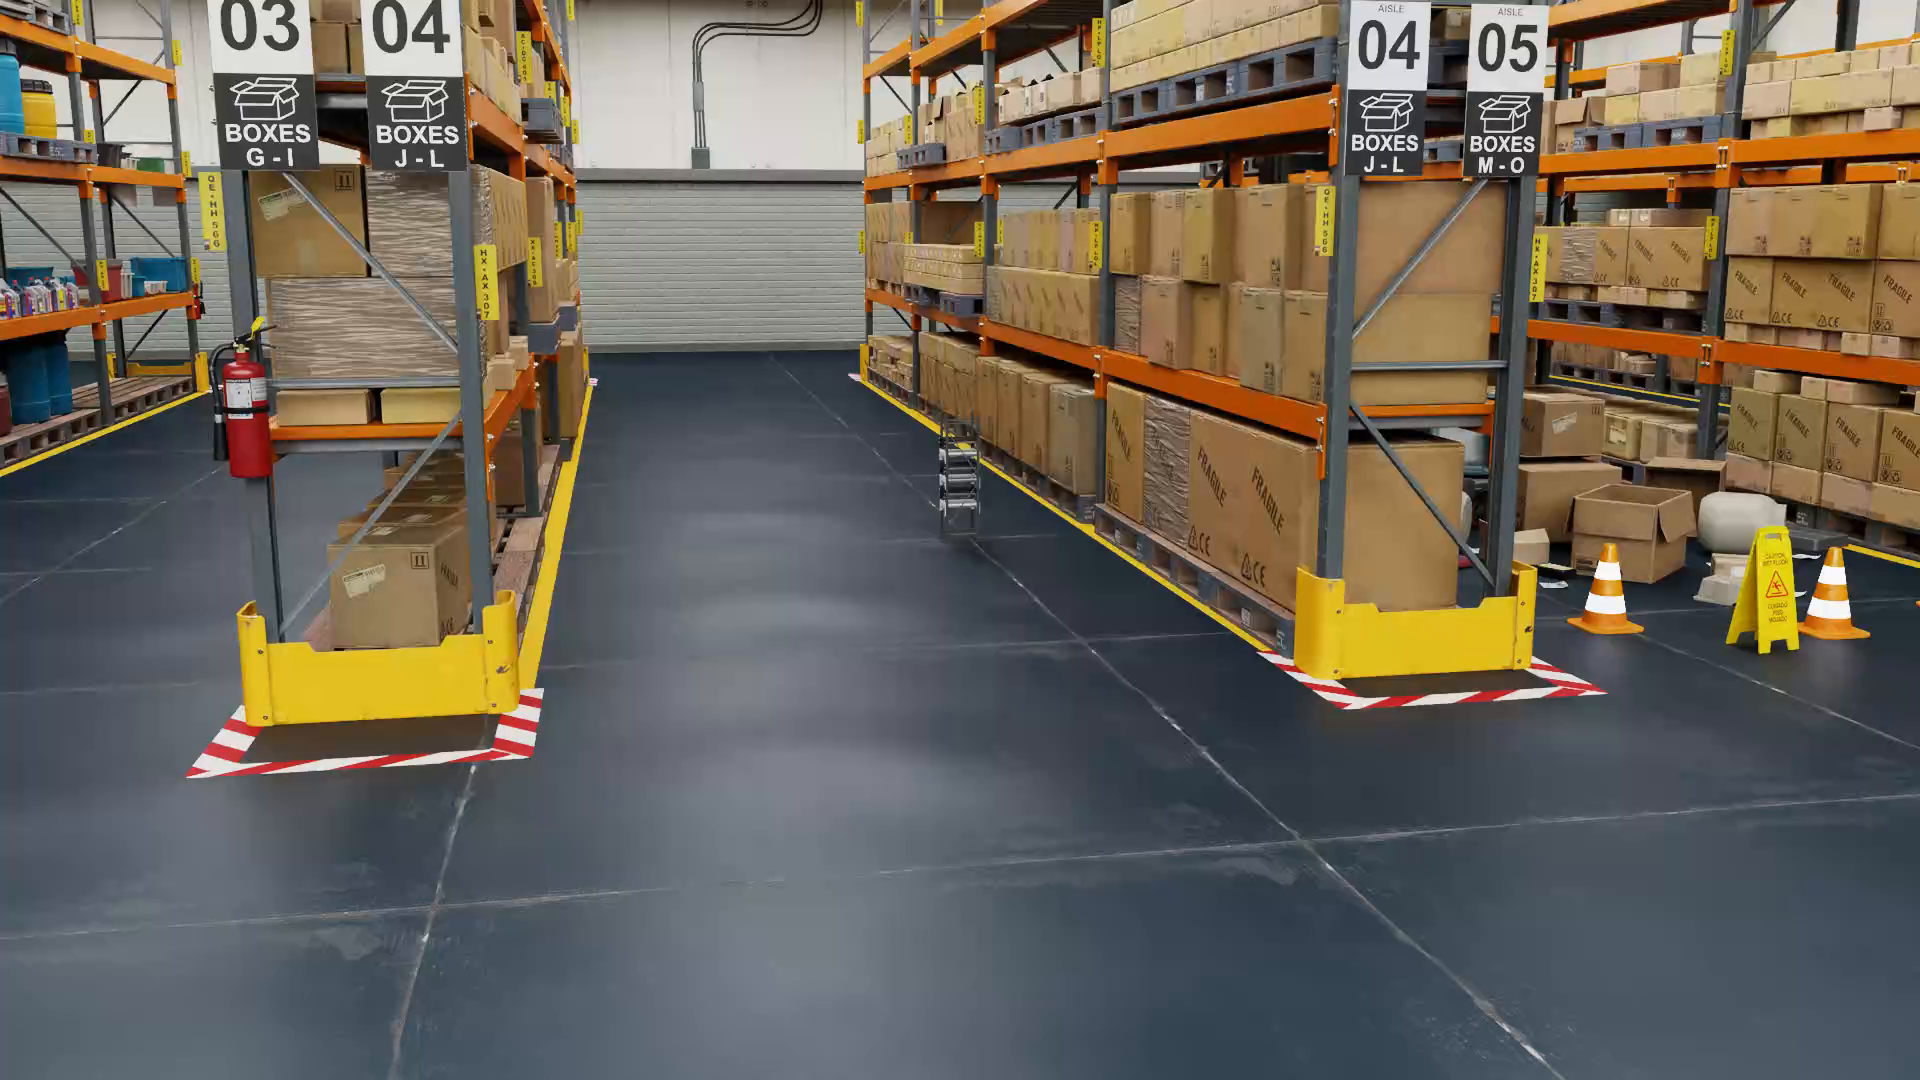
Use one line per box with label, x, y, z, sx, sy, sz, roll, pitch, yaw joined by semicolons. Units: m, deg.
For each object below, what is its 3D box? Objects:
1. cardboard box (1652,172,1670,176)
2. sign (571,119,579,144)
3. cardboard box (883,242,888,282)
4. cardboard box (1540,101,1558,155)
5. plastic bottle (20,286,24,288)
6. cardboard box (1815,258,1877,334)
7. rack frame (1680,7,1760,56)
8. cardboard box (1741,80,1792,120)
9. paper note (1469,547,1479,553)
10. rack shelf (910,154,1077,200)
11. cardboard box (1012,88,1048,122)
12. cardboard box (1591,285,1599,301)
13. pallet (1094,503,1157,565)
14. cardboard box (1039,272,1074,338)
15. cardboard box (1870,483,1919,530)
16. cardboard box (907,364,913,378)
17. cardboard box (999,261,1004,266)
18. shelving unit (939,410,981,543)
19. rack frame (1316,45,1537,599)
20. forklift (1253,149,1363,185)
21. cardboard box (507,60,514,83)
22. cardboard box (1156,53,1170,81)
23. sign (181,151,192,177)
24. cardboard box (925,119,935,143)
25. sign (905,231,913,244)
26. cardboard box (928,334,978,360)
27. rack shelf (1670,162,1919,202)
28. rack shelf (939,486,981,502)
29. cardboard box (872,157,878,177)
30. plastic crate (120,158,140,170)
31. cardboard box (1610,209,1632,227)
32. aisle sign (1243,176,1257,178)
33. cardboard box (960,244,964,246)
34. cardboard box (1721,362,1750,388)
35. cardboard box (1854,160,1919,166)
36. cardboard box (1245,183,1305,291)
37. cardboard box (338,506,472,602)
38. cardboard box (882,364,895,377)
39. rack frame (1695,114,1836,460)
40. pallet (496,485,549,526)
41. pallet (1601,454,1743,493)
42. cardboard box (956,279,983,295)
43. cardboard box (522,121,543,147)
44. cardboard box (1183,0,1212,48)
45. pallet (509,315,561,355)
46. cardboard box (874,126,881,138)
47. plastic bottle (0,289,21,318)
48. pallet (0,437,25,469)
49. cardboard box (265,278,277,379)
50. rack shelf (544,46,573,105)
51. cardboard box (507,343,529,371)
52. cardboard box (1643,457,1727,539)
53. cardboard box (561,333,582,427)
cardboard box;9.283;-4.832;21.713;0.380;0.149;0.250;-2;11;-11
sign;-5.189;-5.506;22.423;0.100;0.325;0.005;-2;11;-11
cardboard box;-0.706;-3.603;21.541;0.500;0.500;0.500;-2;11;-12
cardboard box;5.727;-3.861;15.668;0.700;0.500;0.500;-2;11;-11
plastic bottle;-9.334;-2.389;16.573;0.097;0.271;0.097;0;11;0
cardboard box;6.348;-1.699;11.539;0.500;0.500;0.500;-2;11;-11
rack frame;9.643;-6.374;21.119;1.000;3.000;0.127;-2;11;-11
cardboard box;6.147;-3.234;12.248;0.500;0.250;0.500;-2;11;-12
paper note;3.554;0.065;11.295;0.172;0.023;0.155;2;11;9
rack shelf;0.328;-3.801;17.544;1.077;0.370;4.000;-2;11;-11
cardboard box;0.739;-3.736;14.293;0.500;0.250;0.500;-2;11;-9
cardboard box;5.825;-2.186;14.705;0.380;0.149;0.250;-3;11;-13
pallet;1.566;-0.068;11.489;1.003;0.211;1.213;-2;11;-11
cardboard box;0.934;-1.901;13.392;0.500;0.500;0.500;-2;11;-10
cardboard box;6.487;-0.230;11.114;0.500;0.250;0.500;-3;11;-13
cardboard box;-0.435;-2.045;20.127;0.380;0.149;0.250;-2;11;-10
cardboard box;0.613;-2.829;17.291;0.380;0.149;0.250;-2;11;-11
shelving unit;-0.002;-0.444;11.620;0.258;0.900;0.210;-2;11;-11
rack frame;2.273;-0.846;8.121;1.000;3.000;0.127;-2;11;-11
forklift;3.191;-1.979;14.253;1.130;2.935;3.031;-3;11;-13
cardboard box;-3.044;-2.965;10.564;0.380;0.149;0.250;-2;11;-9
cardboard box;1.432;-2.920;10.274;0.380;0.149;0.250;-2;11;-12
sign;-10.046;-4.884;21.592;0.100;0.325;0.005;-2;11;-11
cardboard box;-0.096;-4.514;18.485;0.500;0.311;0.500;-2;11;-12
sign;-0.592;-3.451;19.493;0.100;0.325;0.005;-2;11;-11
cardboard box;-0.071;-2.151;18.534;0.500;0.250;0.500;-2;11;-9
rack shelf;10.032;-4.180;19.539;1.077;0.370;4.000;-2;11;-11
rack shelf;-0.002;-0.322;11.643;0.258;0.077;0.200;-2;11;-11
cardboard box;-0.905;-4.992;22.283;0.500;0.250;0.500;-2;11;-9
plastic crate;-9.937;-4.413;19.543;0.437;0.136;0.530;-2;11;-11
cardboard box;5.796;-2.751;14.205;0.380;0.149;0.250;-3;11;-13
aisle sign;4.287;-5.281;24.468;0.394;0.787;0.004;-2;11;-11
cardboard box;0.208;-3.356;19.264;0.380;0.149;0.250;-2;11;-8
cardboard box;9.722;-2.120;20.372;0.500;0.500;0.500;-2;11;-13
cardboard box;10.083;-4.179;18.007;0.500;0.250;0.500;-2;11;-13
cardboard box;2.041;-1.618;8.884;0.875;0.550;0.550;-2;11;-11
cardboard box;-2.867;0.114;8.640;0.500;0.500;0.500;1;11;4
cardboard box;-0.817;-2.246;21.974;0.380;0.149;0.250;-3;11;-14
rack frame;6.330;-1.779;13.019;1.000;3.000;0.127;-2;11;-11
pallet;-3.543;-0.191;12.136;1.003;0.211;1.213;-2;11;-11
pallet;6.178;-0.552;14.030;1.003;0.211;1.213;-2;11;-11
cardboard box;0.170;-2.470;16.202;0.380;0.149;0.250;-2;11;-10
cardboard box;-3.631;-3.291;13.342;0.500;0.250;0.500;-2;11;-9
cardboard box;1.612;-3.004;9.649;0.500;0.250;0.500;-2;11;-10
pallet;-3.396;-1.469;11.908;1.003;0.211;1.213;-2;11;-11
cardboard box;-0.940;-5.410;22.074;0.380;0.149;0.250;-2;11;-10
plastic bottle;-9.064;-2.256;15.860;0.152;0.276;0.135;-2;11;-11
pallet;-9.221;-0.745;15.046;1.003;0.211;1.213;-2;11;-11
cardboard box;-2.907;-1.069;8.228;0.875;0.500;0.500;-2;11;-11
rack shelf;-5.335;-5.650;20.305;1.077;0.370;4.000;-2;11;-11
cardboard box;-2.873;-1.130;10.283;0.380;0.149;0.250;-2;11;-11
cardboard box;5.204;-0.306;11.960;0.500;0.500;0.500;6;12;28
cardboard box;-4.448;-1.605;16.669;1.225;0.875;0.875;-2;11;-11
